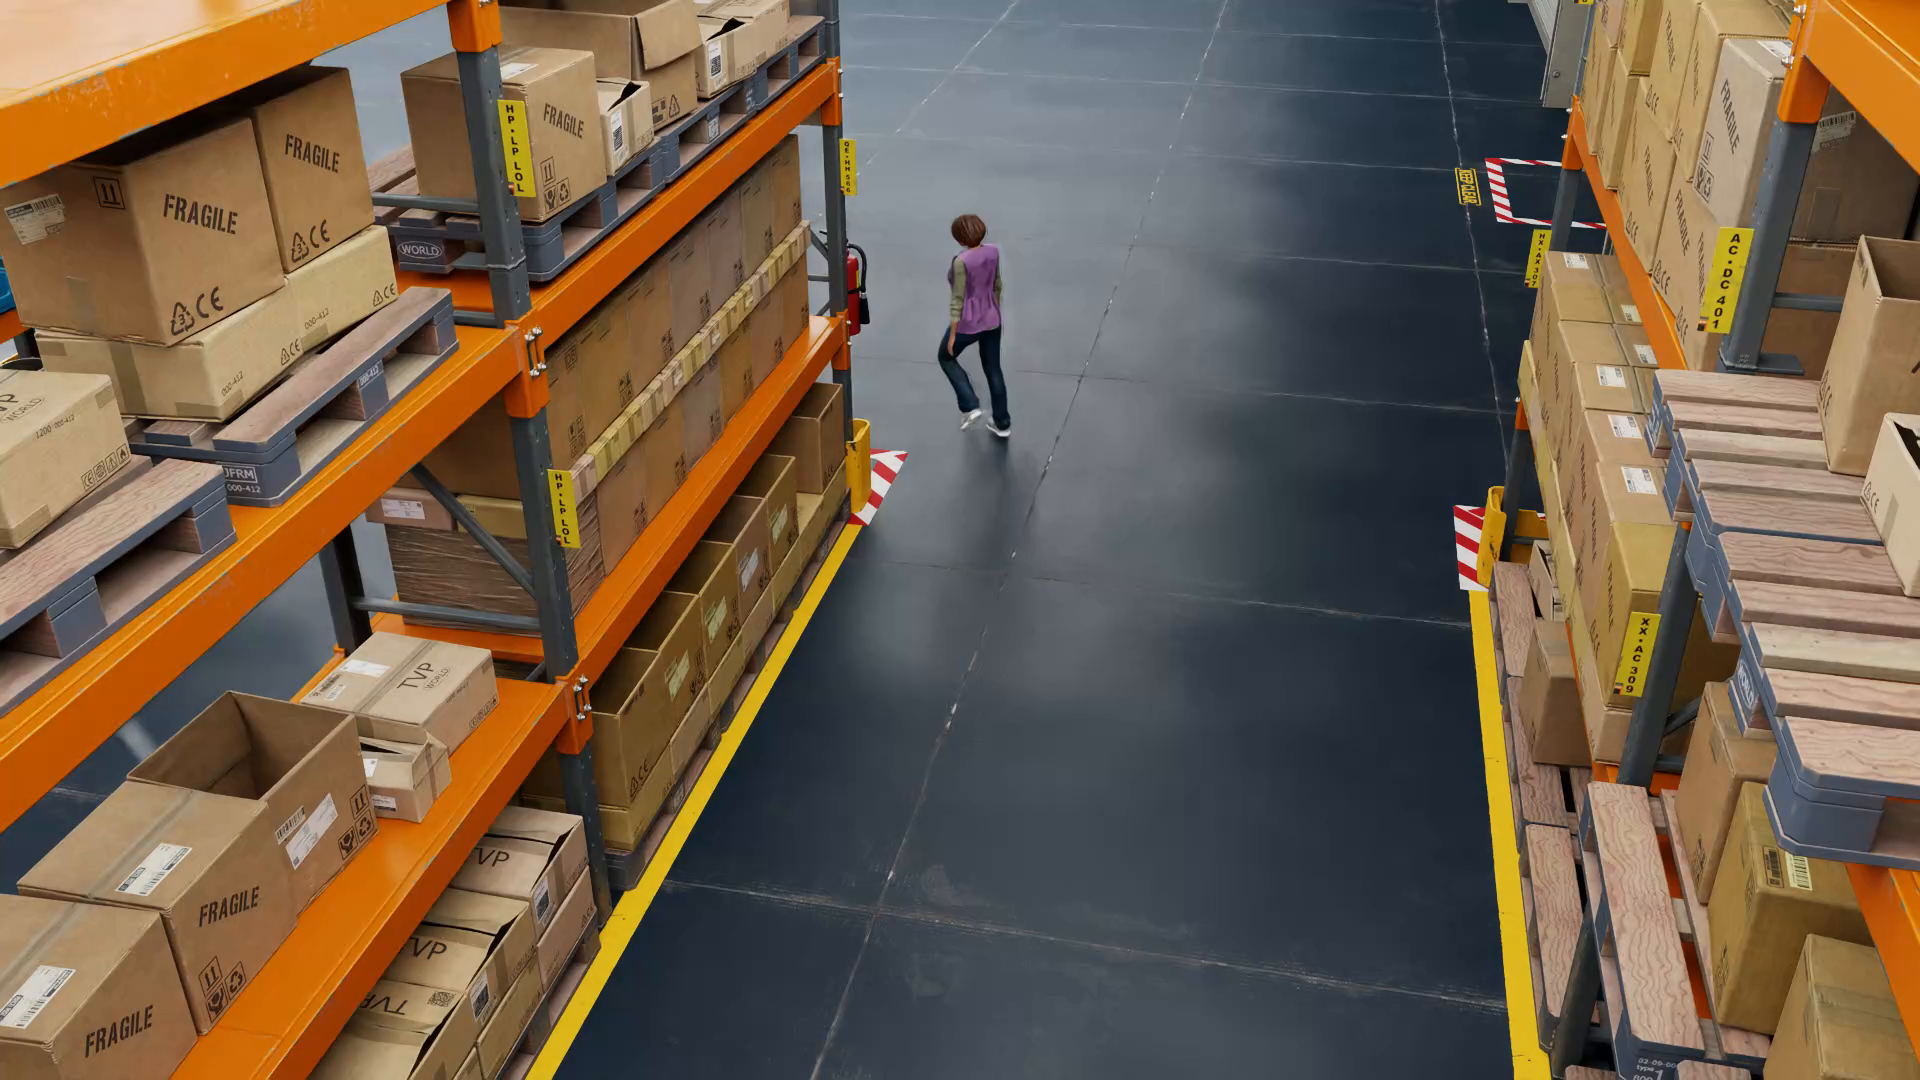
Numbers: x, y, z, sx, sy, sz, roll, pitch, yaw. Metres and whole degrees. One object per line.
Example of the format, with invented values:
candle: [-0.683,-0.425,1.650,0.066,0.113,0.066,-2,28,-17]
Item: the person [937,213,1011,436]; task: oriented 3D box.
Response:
person: [0.088,-1.421,11.151,0.493,1.611,0.500,-19,35,-31]
